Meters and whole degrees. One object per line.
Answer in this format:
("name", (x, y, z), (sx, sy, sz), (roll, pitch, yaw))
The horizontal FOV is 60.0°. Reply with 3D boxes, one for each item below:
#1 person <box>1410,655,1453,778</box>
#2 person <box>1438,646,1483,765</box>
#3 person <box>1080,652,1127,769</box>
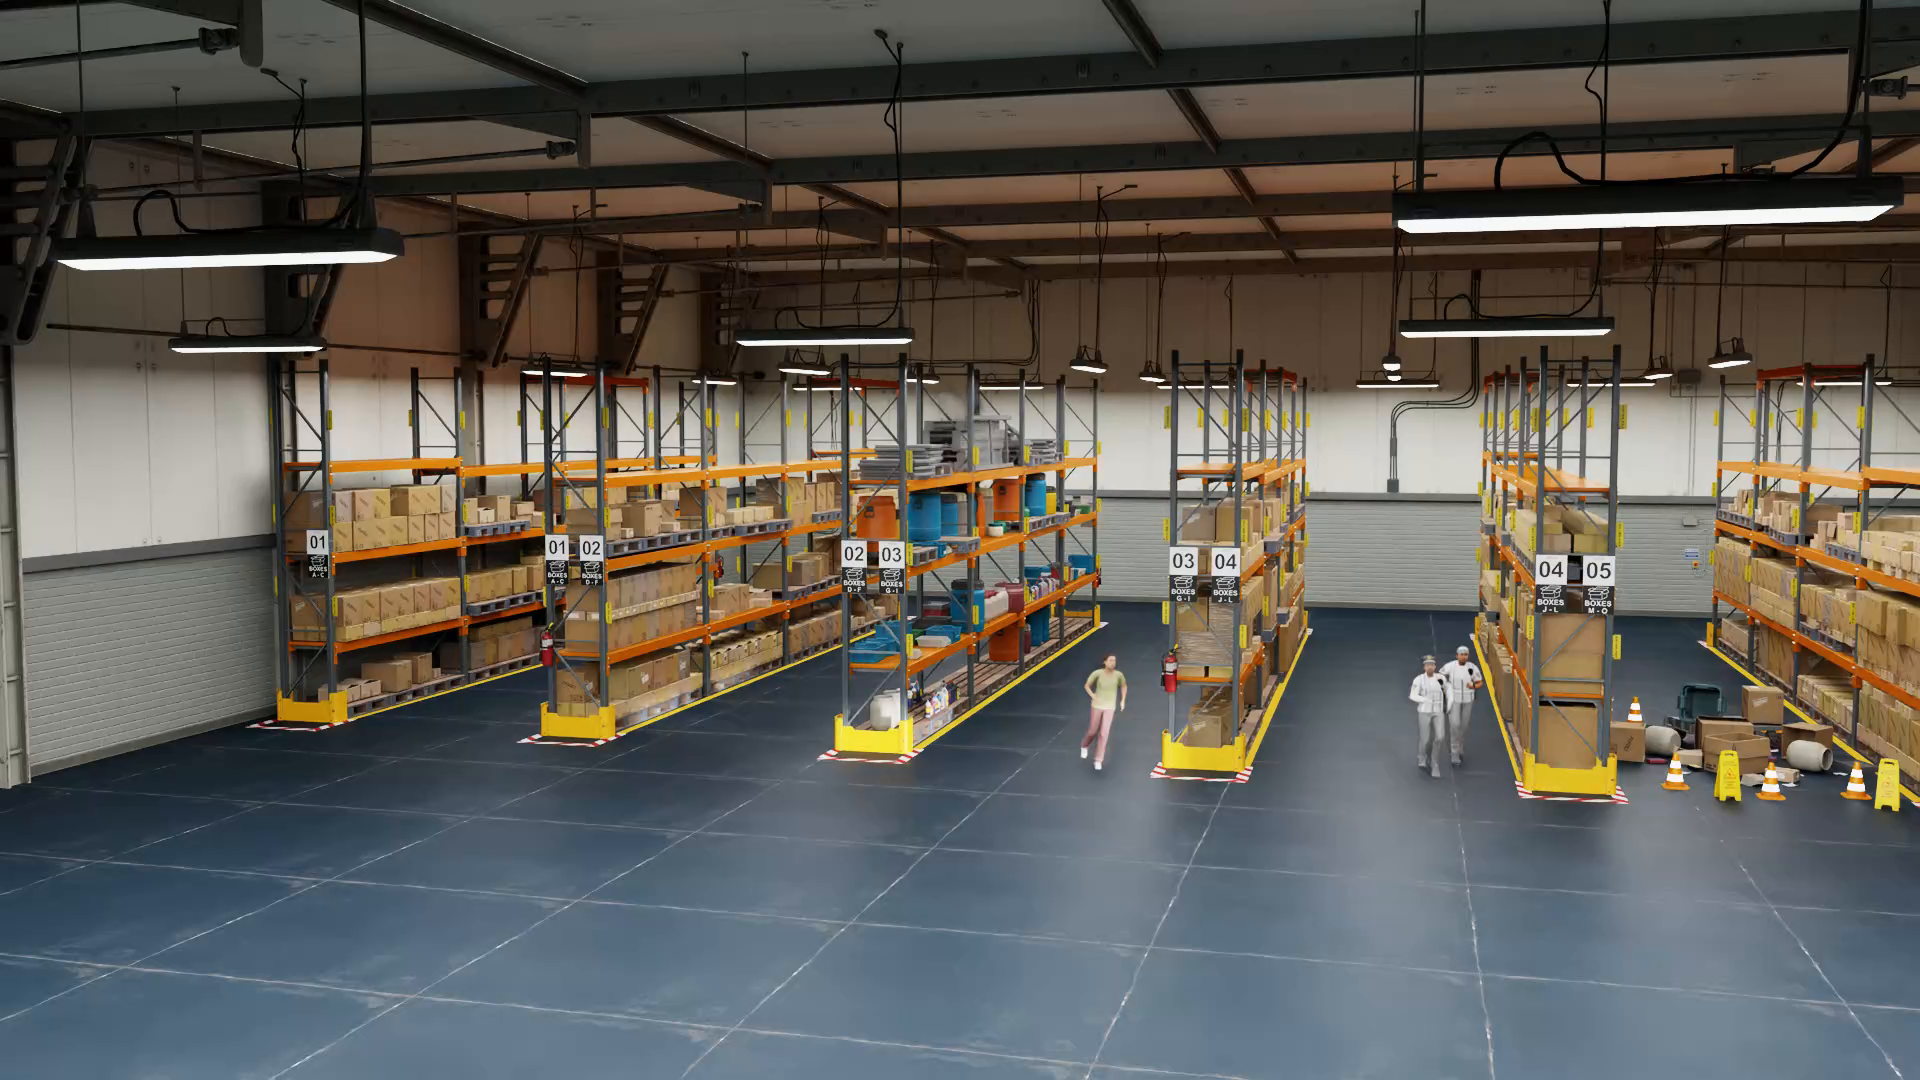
("person", (6.693, 2.485, 23.598), (0.618, 1.724, 0.733), (1, 4, 9))
("person", (7.376, 2.400, 24.482), (0.599, 1.701, 0.788), (0, 4, 4))
("person", (2.120, 2.444, 24.151), (0.649, 1.646, 0.821), (0, 4, -6))
